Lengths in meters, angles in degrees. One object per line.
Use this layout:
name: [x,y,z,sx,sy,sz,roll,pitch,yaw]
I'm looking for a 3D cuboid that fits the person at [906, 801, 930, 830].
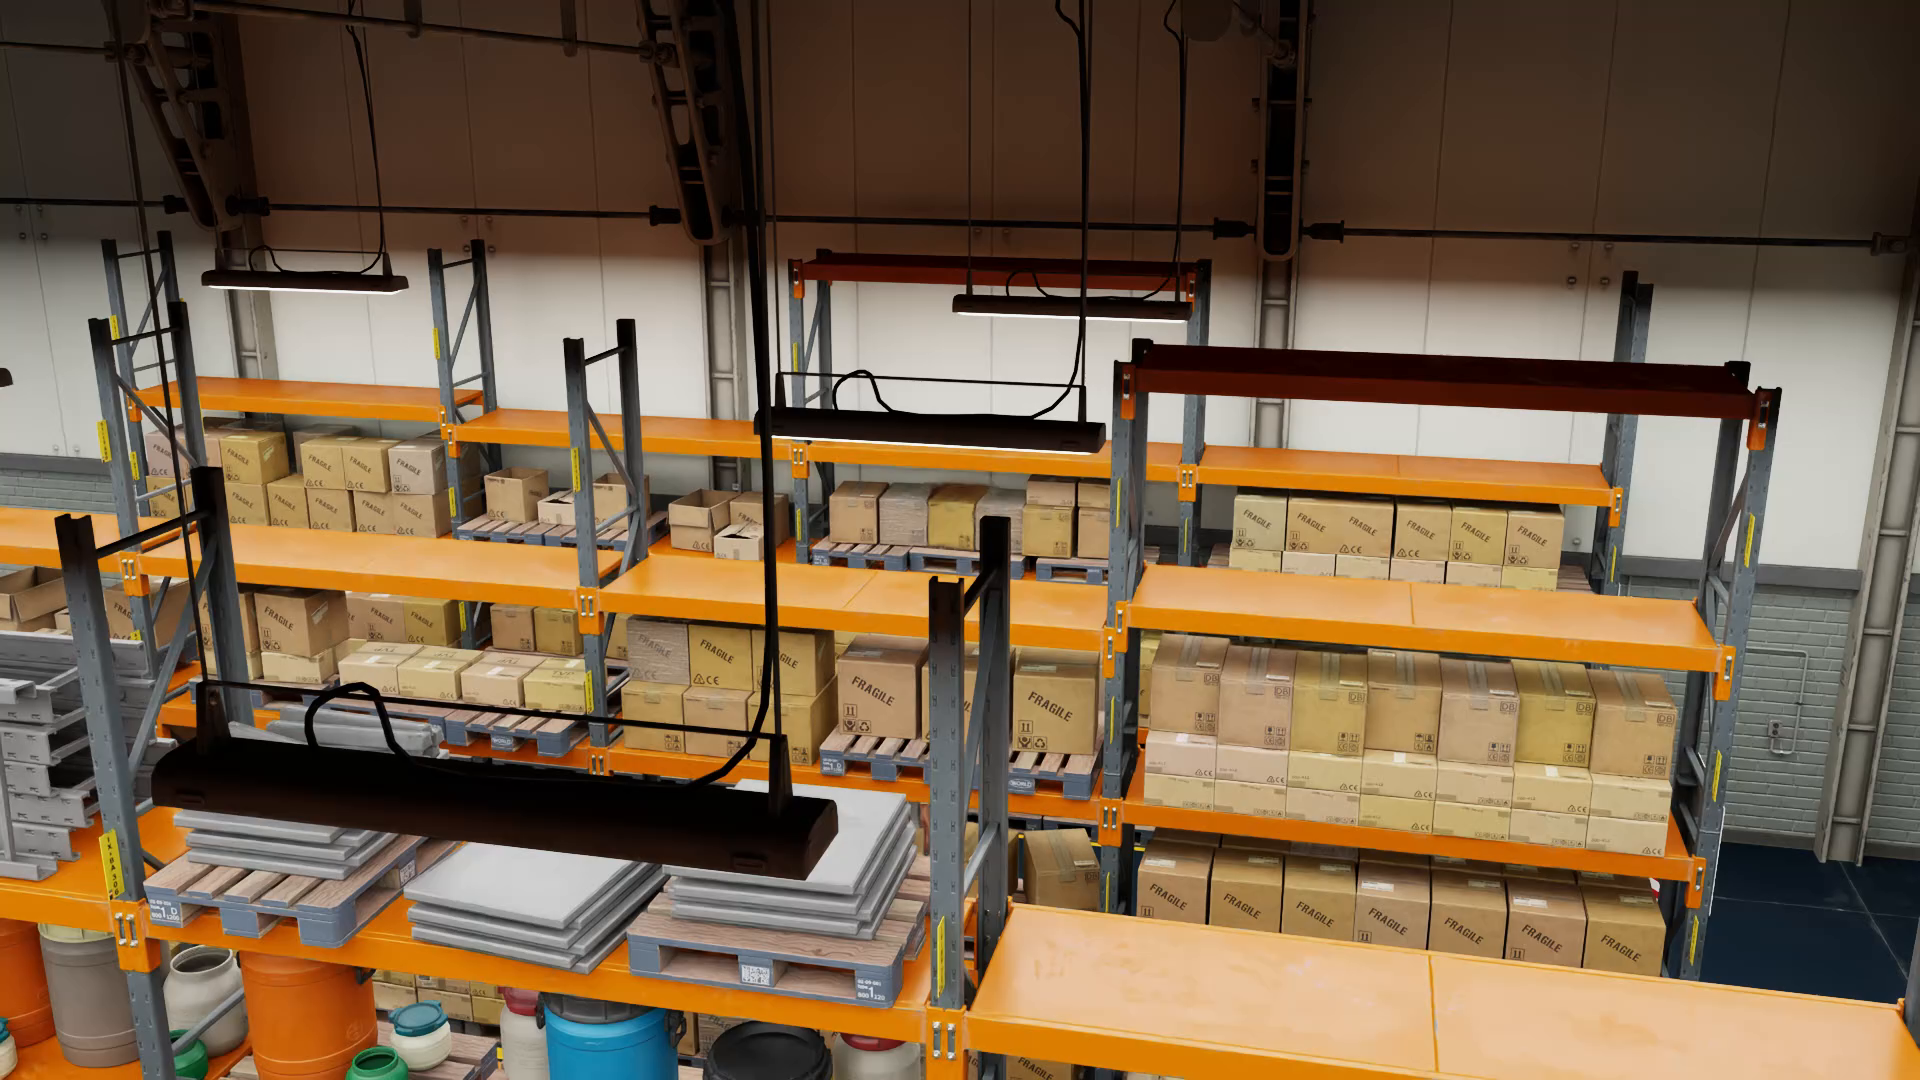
person: [-0.340,2.411,15.610,0.310,0.566,0.461,5,17,16]
